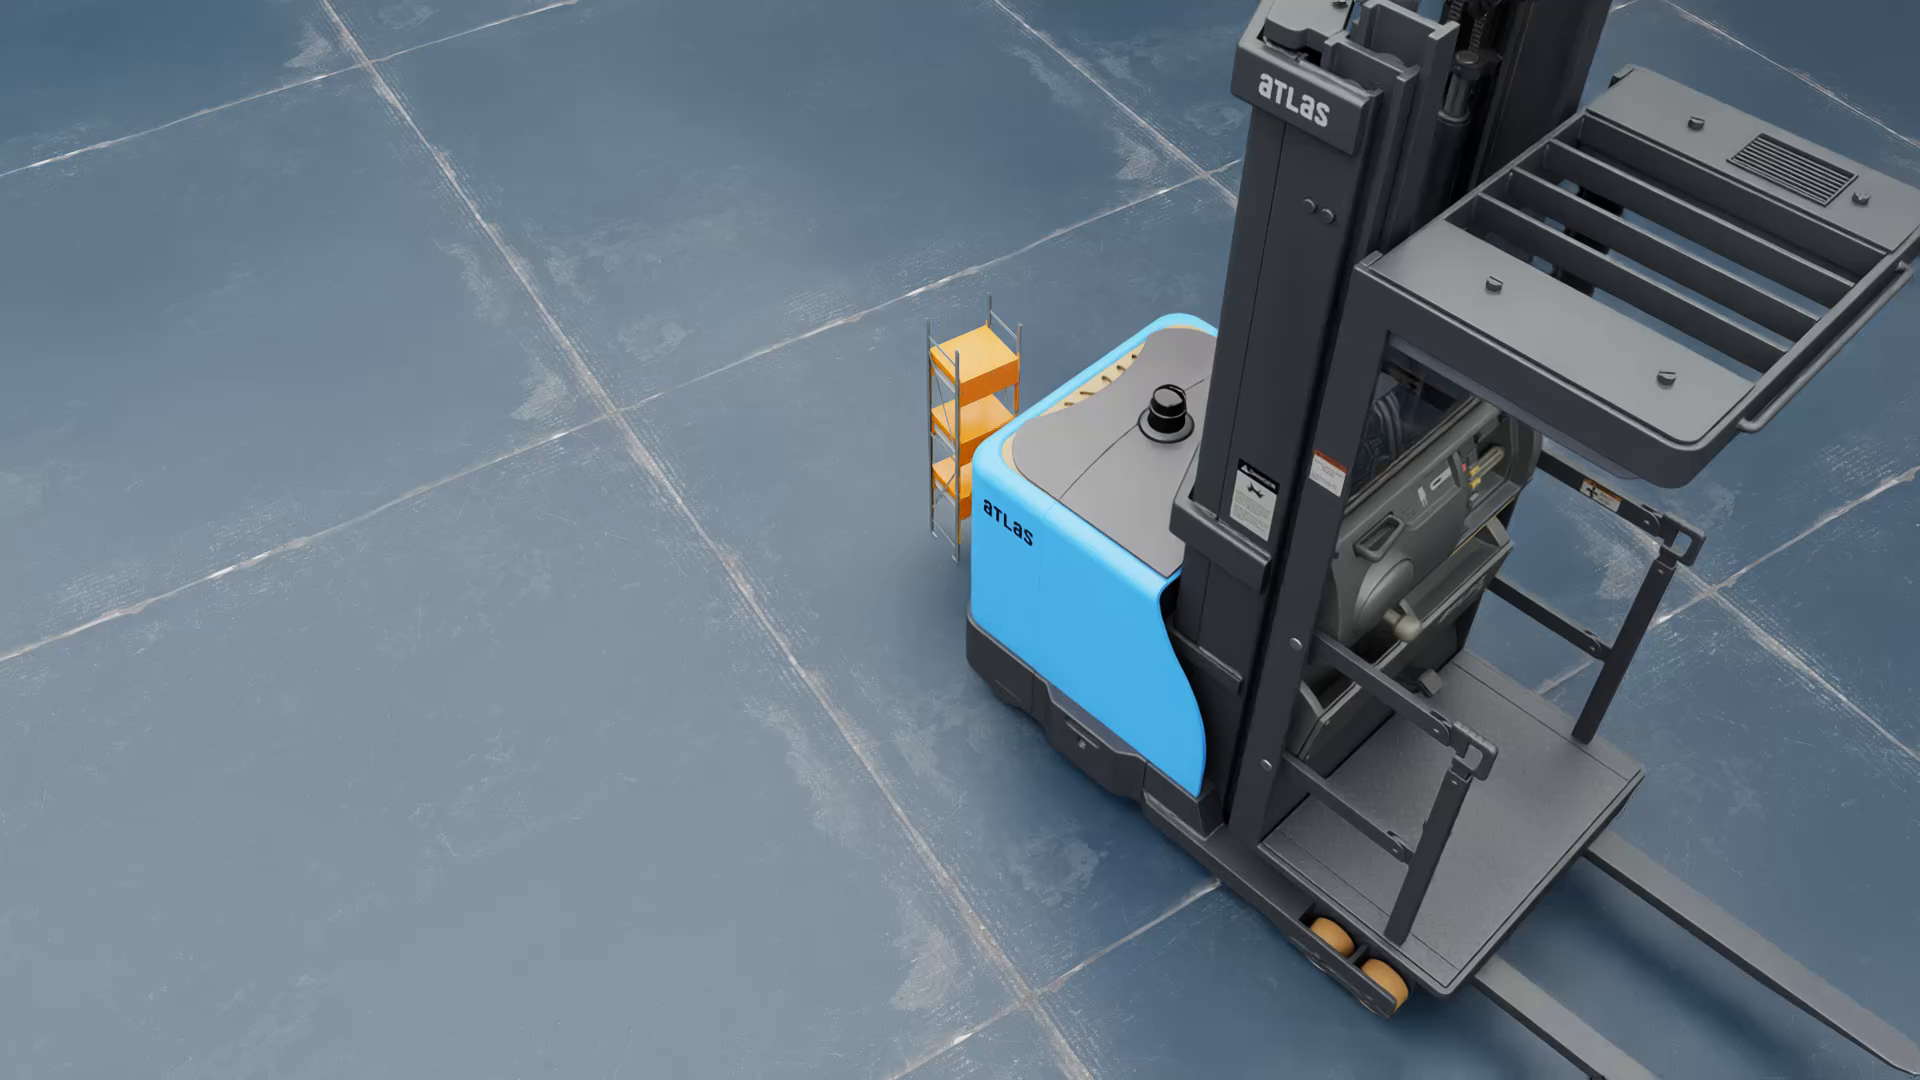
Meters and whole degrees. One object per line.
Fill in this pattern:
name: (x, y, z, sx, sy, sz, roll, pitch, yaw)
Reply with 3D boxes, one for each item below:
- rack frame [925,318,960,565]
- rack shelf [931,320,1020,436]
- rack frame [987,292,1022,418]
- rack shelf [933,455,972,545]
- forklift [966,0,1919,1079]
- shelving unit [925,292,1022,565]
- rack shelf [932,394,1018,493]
rack frame: (-0.058, -0.322, 5.834, 0.008, 1.050, 0.200, -25, 53, -21)
rack shelf: (0.045, -0.552, 5.673, 0.240, 0.259, 0.215, -25, 53, -21)
rack frame: (0.148, -0.419, 5.920, 0.008, 1.050, 0.200, -25, 53, -21)
rack shelf: (0.045, -0.179, 6.092, 0.240, 0.259, 0.215, -25, 53, -21)
forklift: (1.411, 0.001, 4.286, 1.130, 2.935, 3.031, -36, 58, -28)
shelving unit: (0.045, -0.370, 5.877, 0.252, 1.050, 0.215, -25, 53, -21)
rack shelf: (0.045, -0.363, 5.885, 0.240, 0.259, 0.215, -25, 53, -21)
